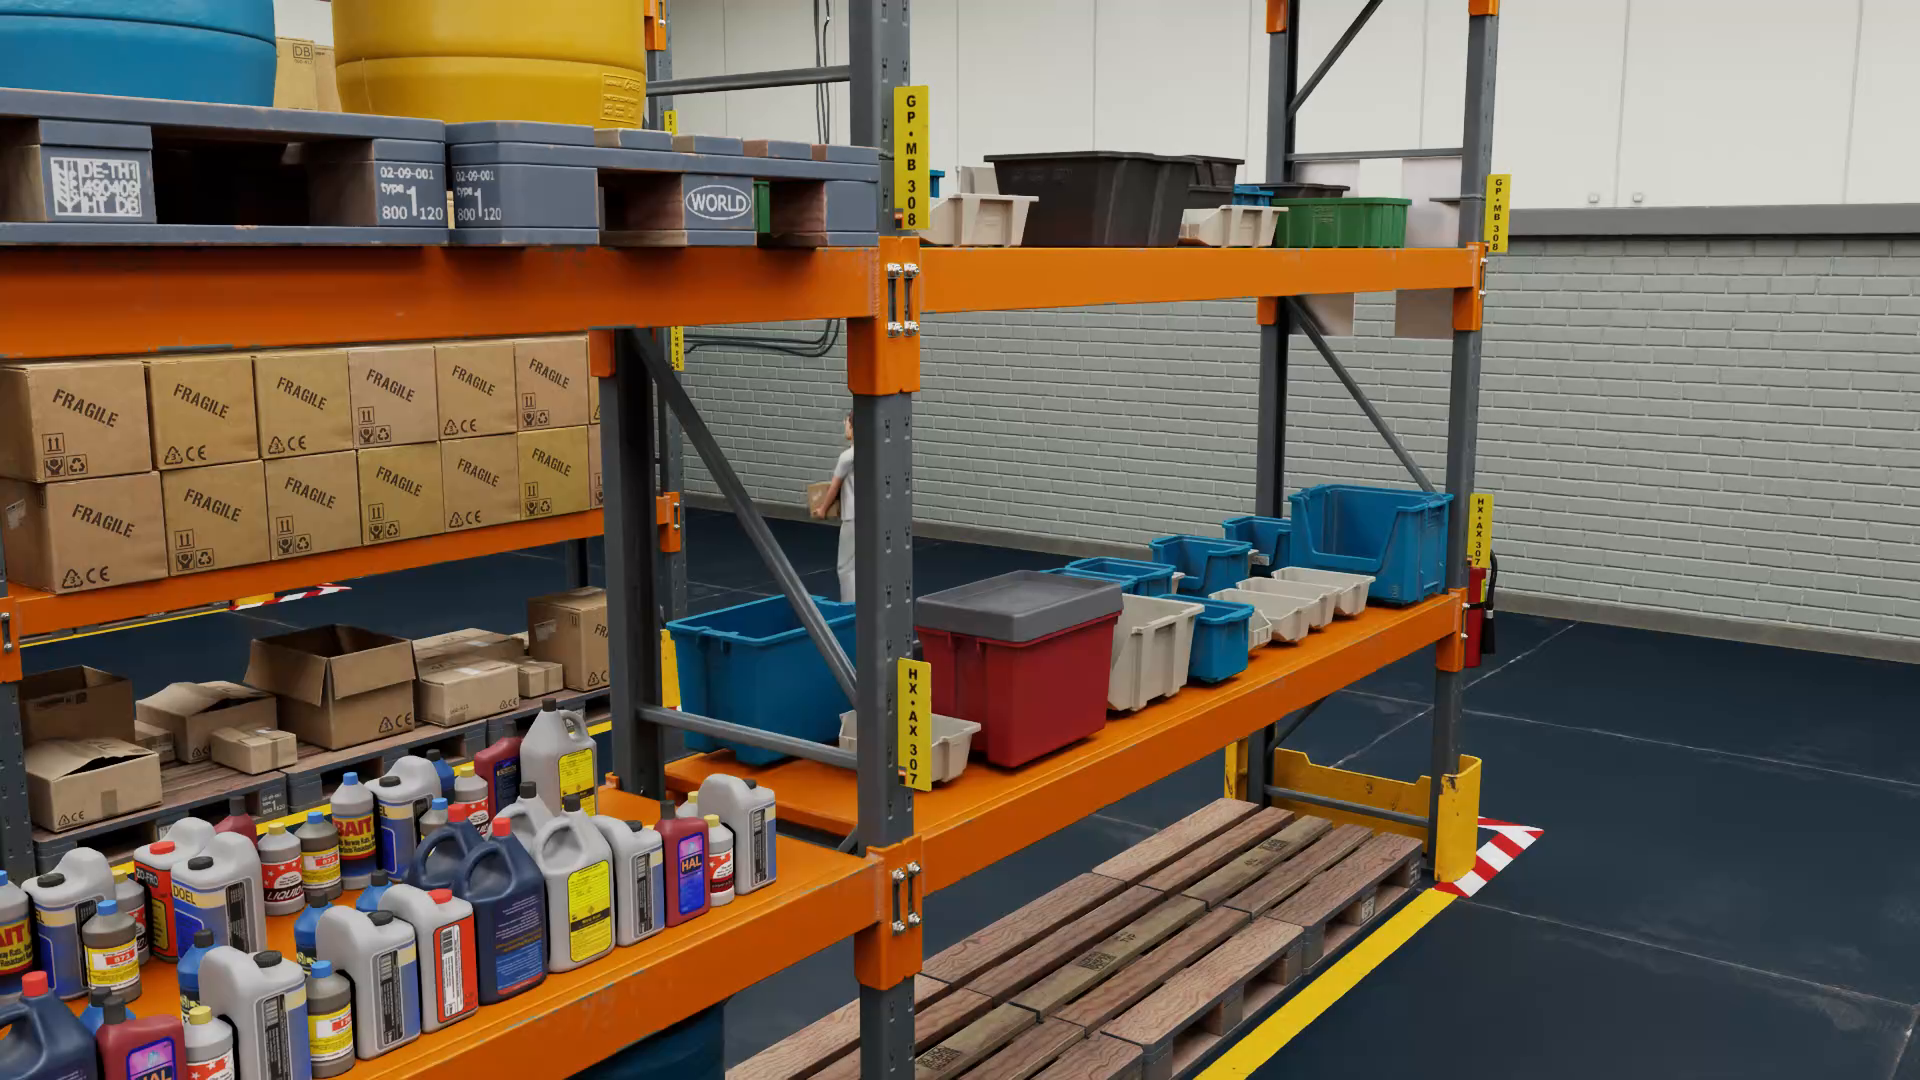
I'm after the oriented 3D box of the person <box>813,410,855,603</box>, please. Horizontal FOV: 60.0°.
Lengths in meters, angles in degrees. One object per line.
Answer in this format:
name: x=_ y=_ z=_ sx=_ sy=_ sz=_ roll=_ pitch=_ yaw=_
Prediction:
person: x=-0.802 y=-0.132 z=12.250 sx=0.524 sy=1.650 sz=0.409 roll=7 pitch=12 yaw=35
